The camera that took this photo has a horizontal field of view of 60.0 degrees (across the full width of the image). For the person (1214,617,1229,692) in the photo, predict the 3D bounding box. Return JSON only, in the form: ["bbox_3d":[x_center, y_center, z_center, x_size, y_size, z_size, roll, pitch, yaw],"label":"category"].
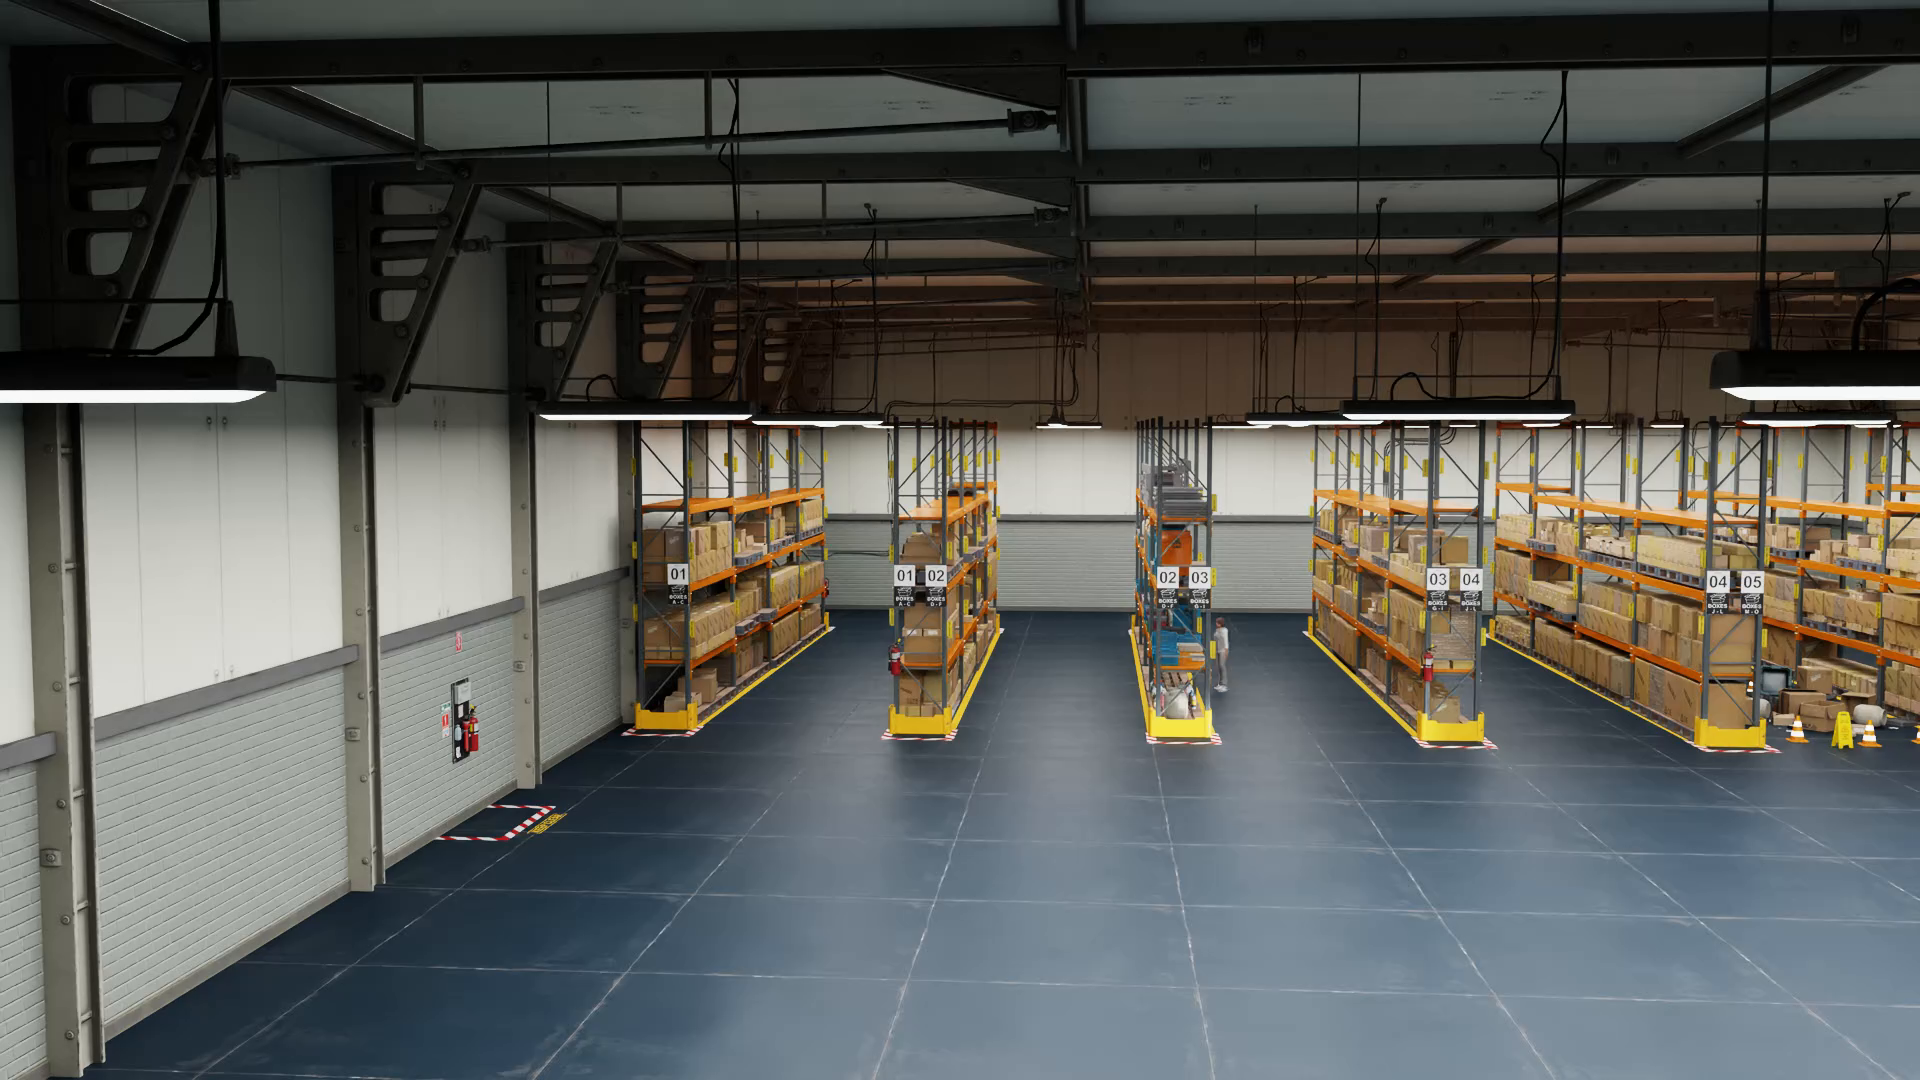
[{"bbox_3d":[5.771,2.527,36.808,0.390,1.594,0.532,-1,4,-16],"label":"person"}]
